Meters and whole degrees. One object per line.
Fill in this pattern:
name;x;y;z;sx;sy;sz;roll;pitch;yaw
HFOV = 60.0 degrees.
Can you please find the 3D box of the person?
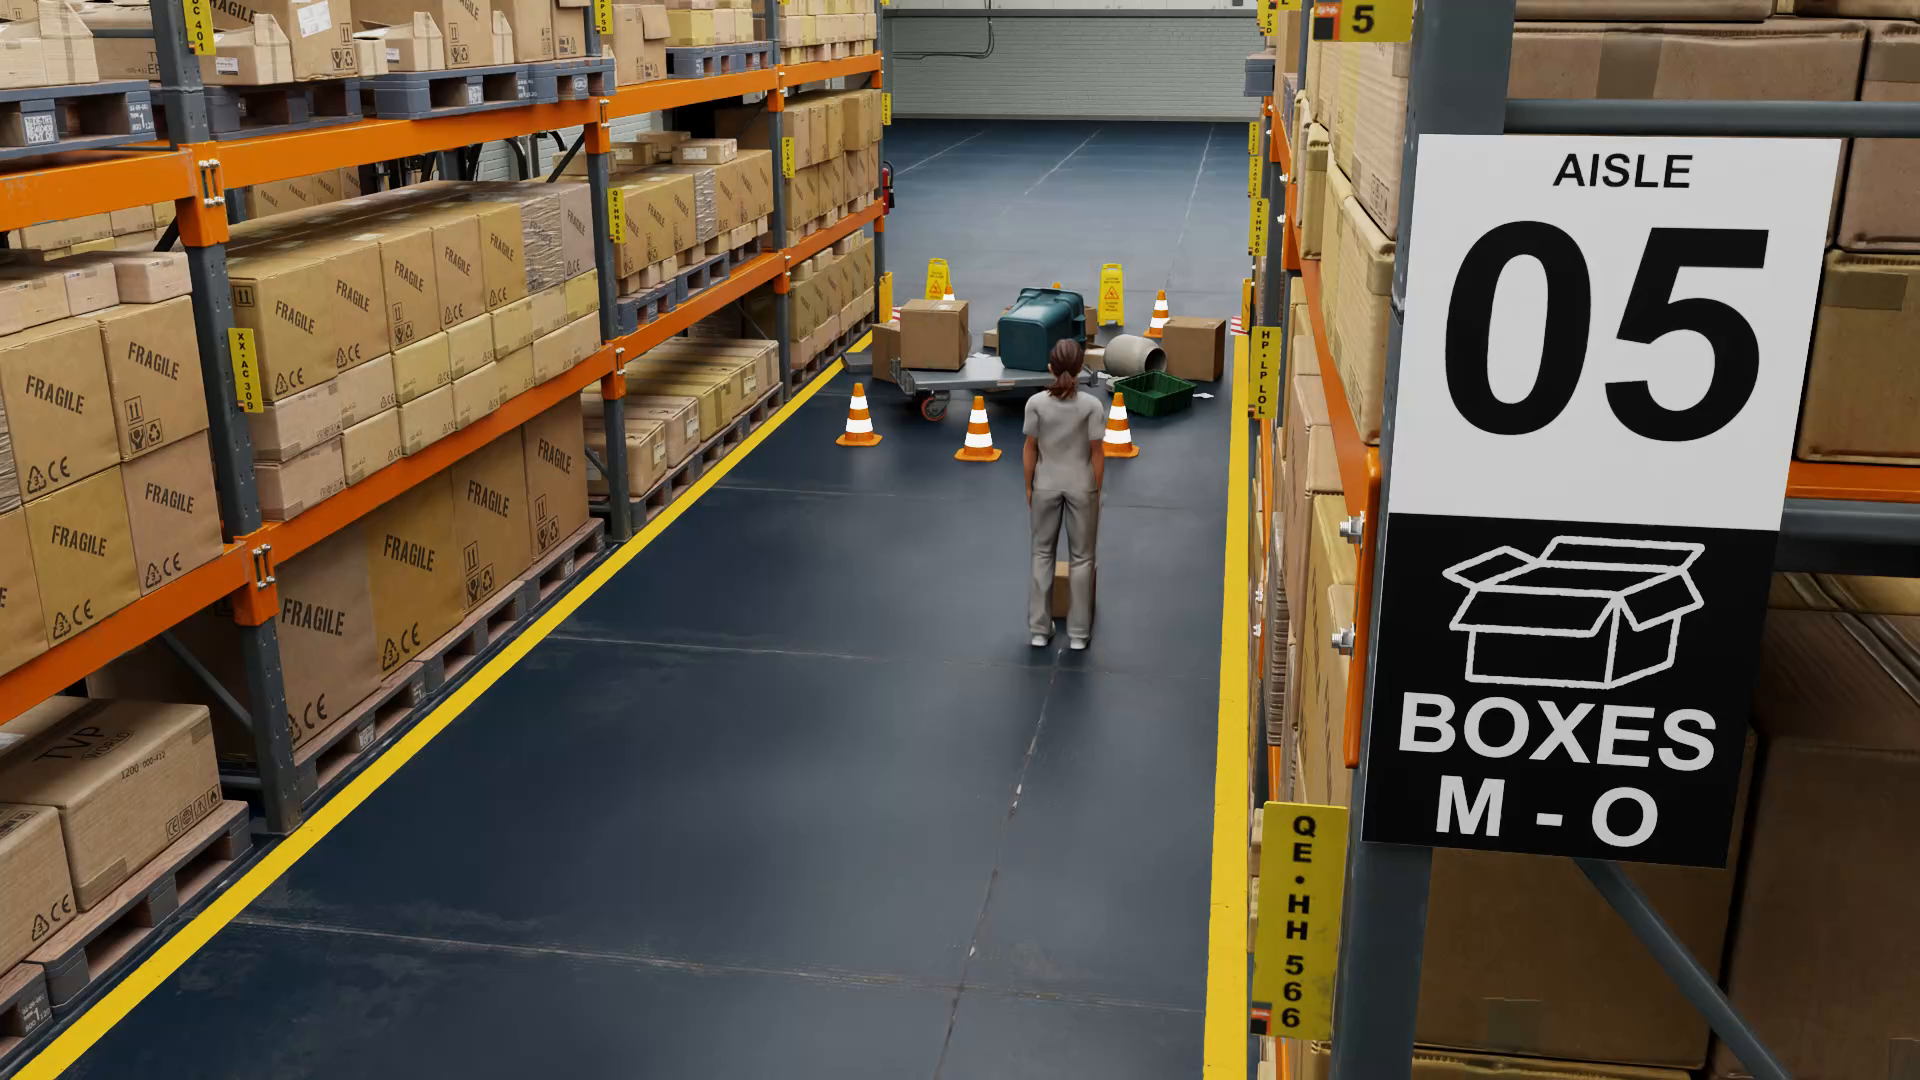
person;0.547;-0.239;8.809;0.437;1.669;0.363;3;18;10
